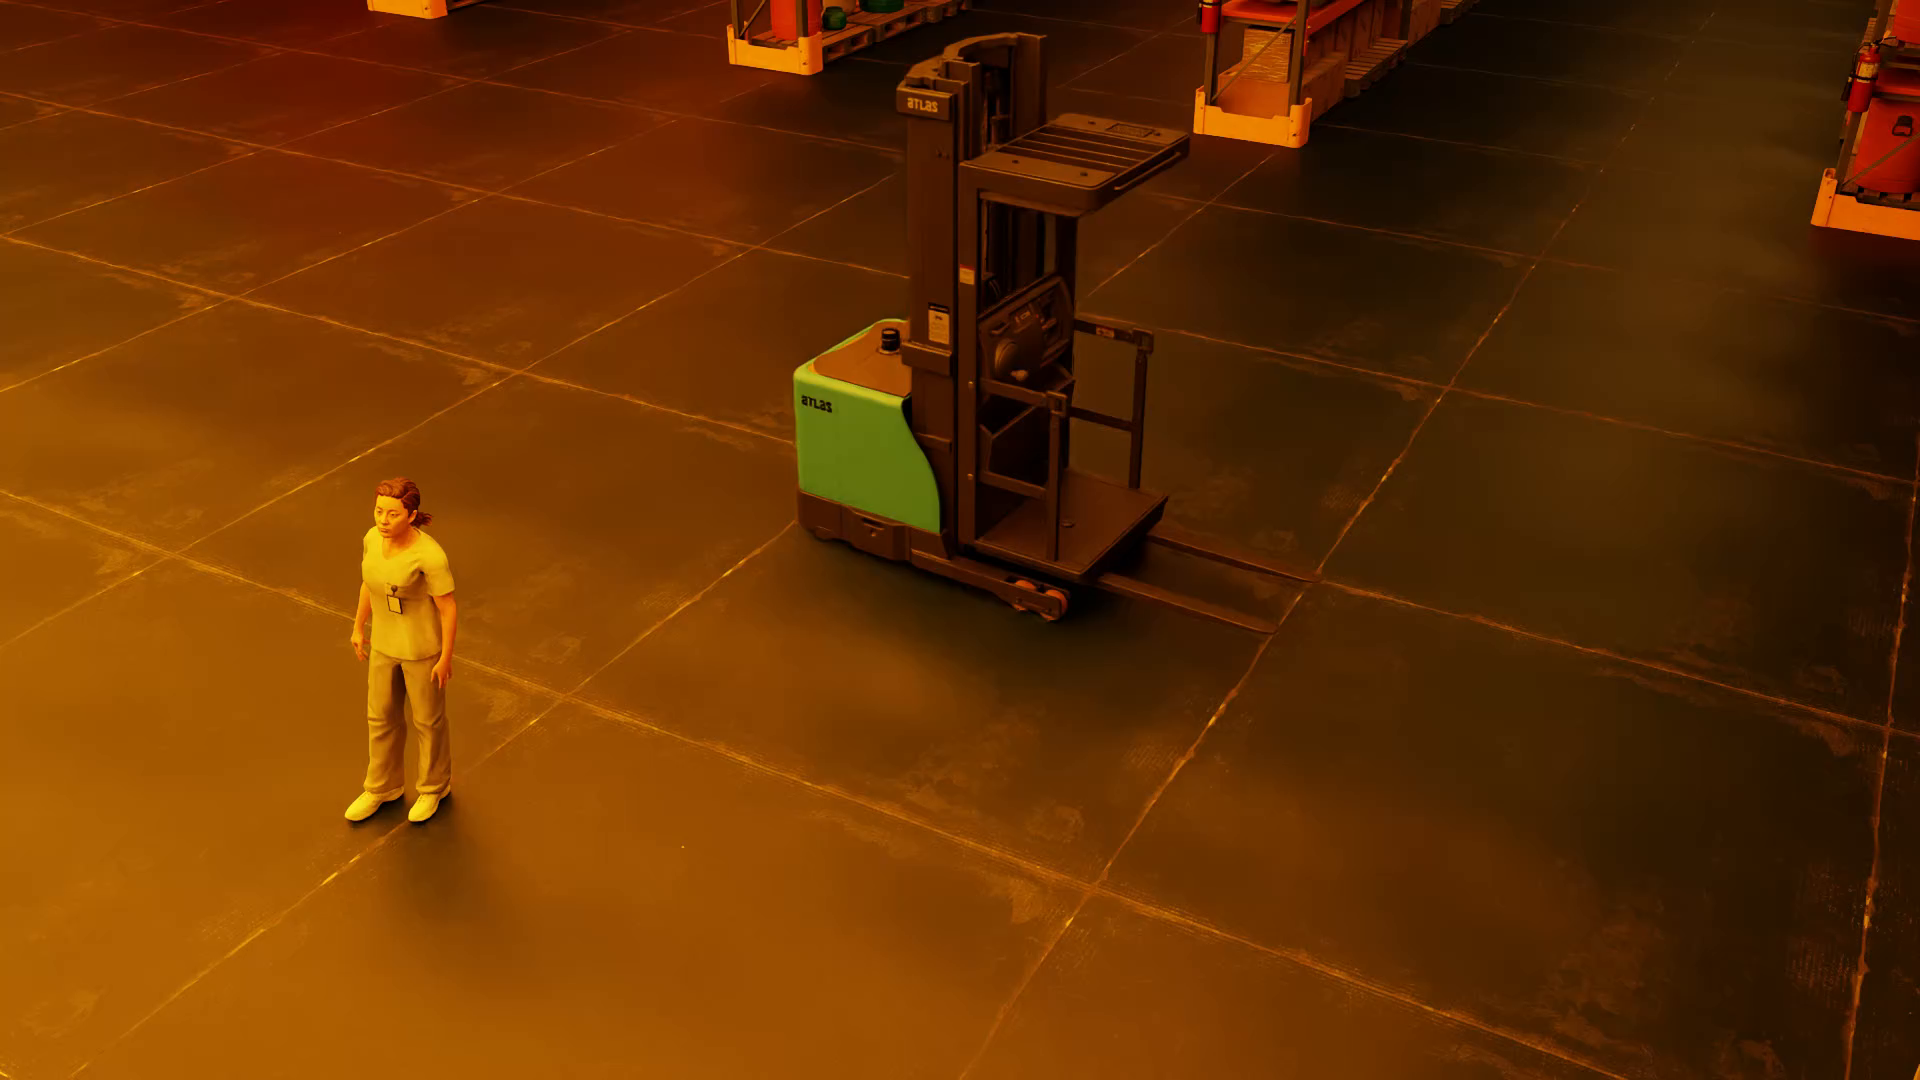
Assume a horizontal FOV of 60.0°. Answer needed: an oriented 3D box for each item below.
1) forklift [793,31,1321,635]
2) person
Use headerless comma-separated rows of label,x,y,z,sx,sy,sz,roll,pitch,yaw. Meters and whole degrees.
forklift,0.540,-1.128,9.026,3.031,2.935,1.130,17,34,27
person,-2.510,0.513,7.423,0.550,1.673,0.548,12,32,21
